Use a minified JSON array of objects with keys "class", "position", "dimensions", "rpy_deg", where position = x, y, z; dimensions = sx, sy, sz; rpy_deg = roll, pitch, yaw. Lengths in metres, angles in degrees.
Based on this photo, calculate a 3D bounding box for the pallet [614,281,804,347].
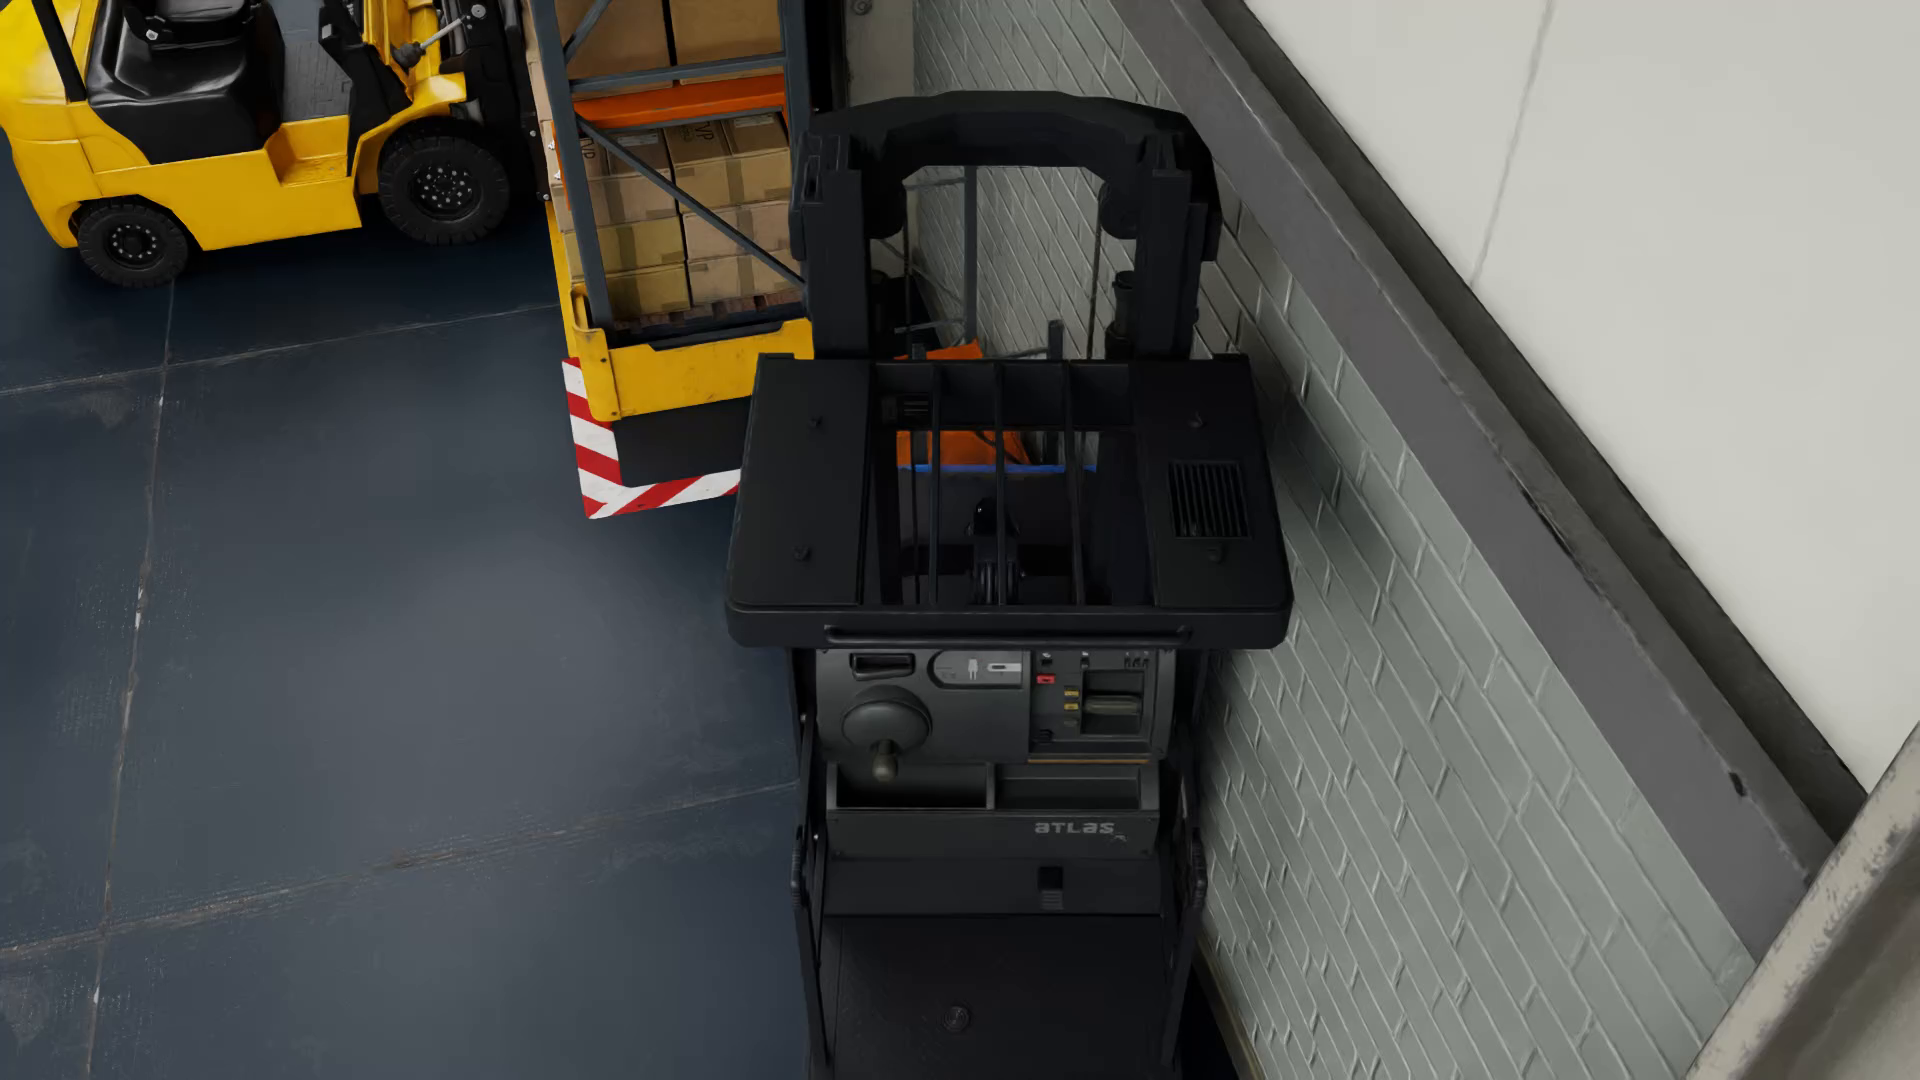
[{"class":"pallet","position":[-1.321,-1.341,7.916],"dimensions":[1.003,0.211,1.213],"rpy_deg":[-11,47,-10]}]

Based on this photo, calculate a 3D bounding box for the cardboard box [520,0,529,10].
[{"class":"cardboard box","position":[-1.901,-2.641,8.169],"dimensions":[0.500,0.250,0.500],"rpy_deg":[-12,47,-11]}]

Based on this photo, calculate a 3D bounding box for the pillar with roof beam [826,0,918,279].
[{"class":"pillar with roof beam","position":[-4.553,-3.754,4.129],"dimensions":[9.100,9.000,0.400],"rpy_deg":[-11,47,-10]}]

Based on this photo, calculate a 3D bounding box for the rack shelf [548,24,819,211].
[{"class":"rack shelf","position":[-1.596,-2.925,8.020],"dimensions":[1.077,0.370,4.000],"rpy_deg":[-11,47,-10]}]

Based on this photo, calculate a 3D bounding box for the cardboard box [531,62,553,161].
[{"class":"cardboard box","position":[-1.640,-1.943,7.485],"dimensions":[0.500,0.250,0.500],"rpy_deg":[-10,46,-10]}]

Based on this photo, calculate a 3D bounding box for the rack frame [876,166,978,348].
[{"class":"rack frame","position":[-0.181,-0.828,6.512],"dimensions":[0.500,1.500,0.032],"rpy_deg":[-11,47,-11]}]

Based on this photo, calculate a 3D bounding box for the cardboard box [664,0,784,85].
[{"class":"cardboard box","position":[-0.943,-2.224,6.759],"dimensions":[0.500,0.500,0.500],"rpy_deg":[-9,46,-9]}]

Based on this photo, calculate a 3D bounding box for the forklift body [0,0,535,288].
[{"class":"forklift body","position":[-3.333,-2.475,7.669],"dimensions":[2.313,2.155,1.214],"rpy_deg":[-11,47,-10]}]

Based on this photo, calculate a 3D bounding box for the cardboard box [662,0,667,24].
[{"class":"cardboard box","position":[-1.097,-2.580,7.108],"dimensions":[0.500,0.500,0.500],"rpy_deg":[-9,46,-9]}]

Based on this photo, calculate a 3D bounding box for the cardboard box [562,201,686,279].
[{"class":"cardboard box","position":[-1.511,-1.435,7.337],"dimensions":[0.500,0.250,0.500],"rpy_deg":[-11,47,-11]}]

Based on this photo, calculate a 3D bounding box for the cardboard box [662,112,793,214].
[{"class":"cardboard box","position":[-1.024,-1.697,7.244],"dimensions":[0.500,0.250,0.500],"rpy_deg":[-11,47,-11]}]

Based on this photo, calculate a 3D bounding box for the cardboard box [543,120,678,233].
[{"class":"cardboard box","position":[-1.504,-1.592,7.141],"dimensions":[0.500,0.250,0.500],"rpy_deg":[-9,46,-9]}]

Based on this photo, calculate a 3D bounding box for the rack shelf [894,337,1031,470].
[{"class":"rack shelf","position":[-0.047,-0.352,6.297],"dimensions":[0.538,0.185,1.000],"rpy_deg":[-11,47,-11]}]

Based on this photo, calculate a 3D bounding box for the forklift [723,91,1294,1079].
[{"class":"forklift","position":[0.094,0.525,4.184],"dimensions":[1.130,2.935,3.031],"rpy_deg":[0,46,0]}]

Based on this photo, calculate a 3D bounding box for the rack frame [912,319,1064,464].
[{"class":"rack frame","position":[0.088,-0.128,5.826],"dimensions":[0.500,1.500,0.032],"rpy_deg":[-11,47,-11]}]

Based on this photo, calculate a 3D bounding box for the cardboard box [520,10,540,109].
[{"class":"cardboard box","position":[-1.779,-2.290,7.825],"dimensions":[0.500,0.250,0.500],"rpy_deg":[-10,46,-10]}]

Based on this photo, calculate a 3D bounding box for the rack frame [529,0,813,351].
[{"class":"rack frame","position":[-1.084,-1.796,6.410],"dimensions":[1.000,3.000,0.127],"rpy_deg":[-11,47,-10]}]

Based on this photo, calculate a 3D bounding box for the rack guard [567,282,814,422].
[{"class":"rack guard","position":[-1.078,-0.905,7.287],"dimensions":[1.175,0.500,0.348],"rpy_deg":[-11,47,-10]}]

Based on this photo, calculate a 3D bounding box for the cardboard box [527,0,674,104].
[{"class":"cardboard box","position":[-1.464,-2.123,6.660],"dimensions":[0.500,0.500,0.500],"rpy_deg":[-12,47,-11]}]

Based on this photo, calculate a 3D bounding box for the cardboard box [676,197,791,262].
[{"class":"cardboard box","position":[-1.004,-1.518,7.419],"dimensions":[0.500,0.250,0.500],"rpy_deg":[-10,46,-10]}]

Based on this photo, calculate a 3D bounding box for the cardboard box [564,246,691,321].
[{"class":"cardboard box","position":[-1.510,-1.247,7.503],"dimensions":[0.500,0.250,0.500],"rpy_deg":[-10,46,-10]}]

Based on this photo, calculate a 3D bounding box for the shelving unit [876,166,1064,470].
[{"class":"shelving unit","position":[-0.049,-0.485,6.175],"dimensions":[0.587,1.500,1.083],"rpy_deg":[-11,47,-11]}]

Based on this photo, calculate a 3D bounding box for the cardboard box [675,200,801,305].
[{"class":"cardboard box","position":[-1.021,-1.356,7.609],"dimensions":[0.500,0.250,0.500],"rpy_deg":[-11,47,-10]}]
